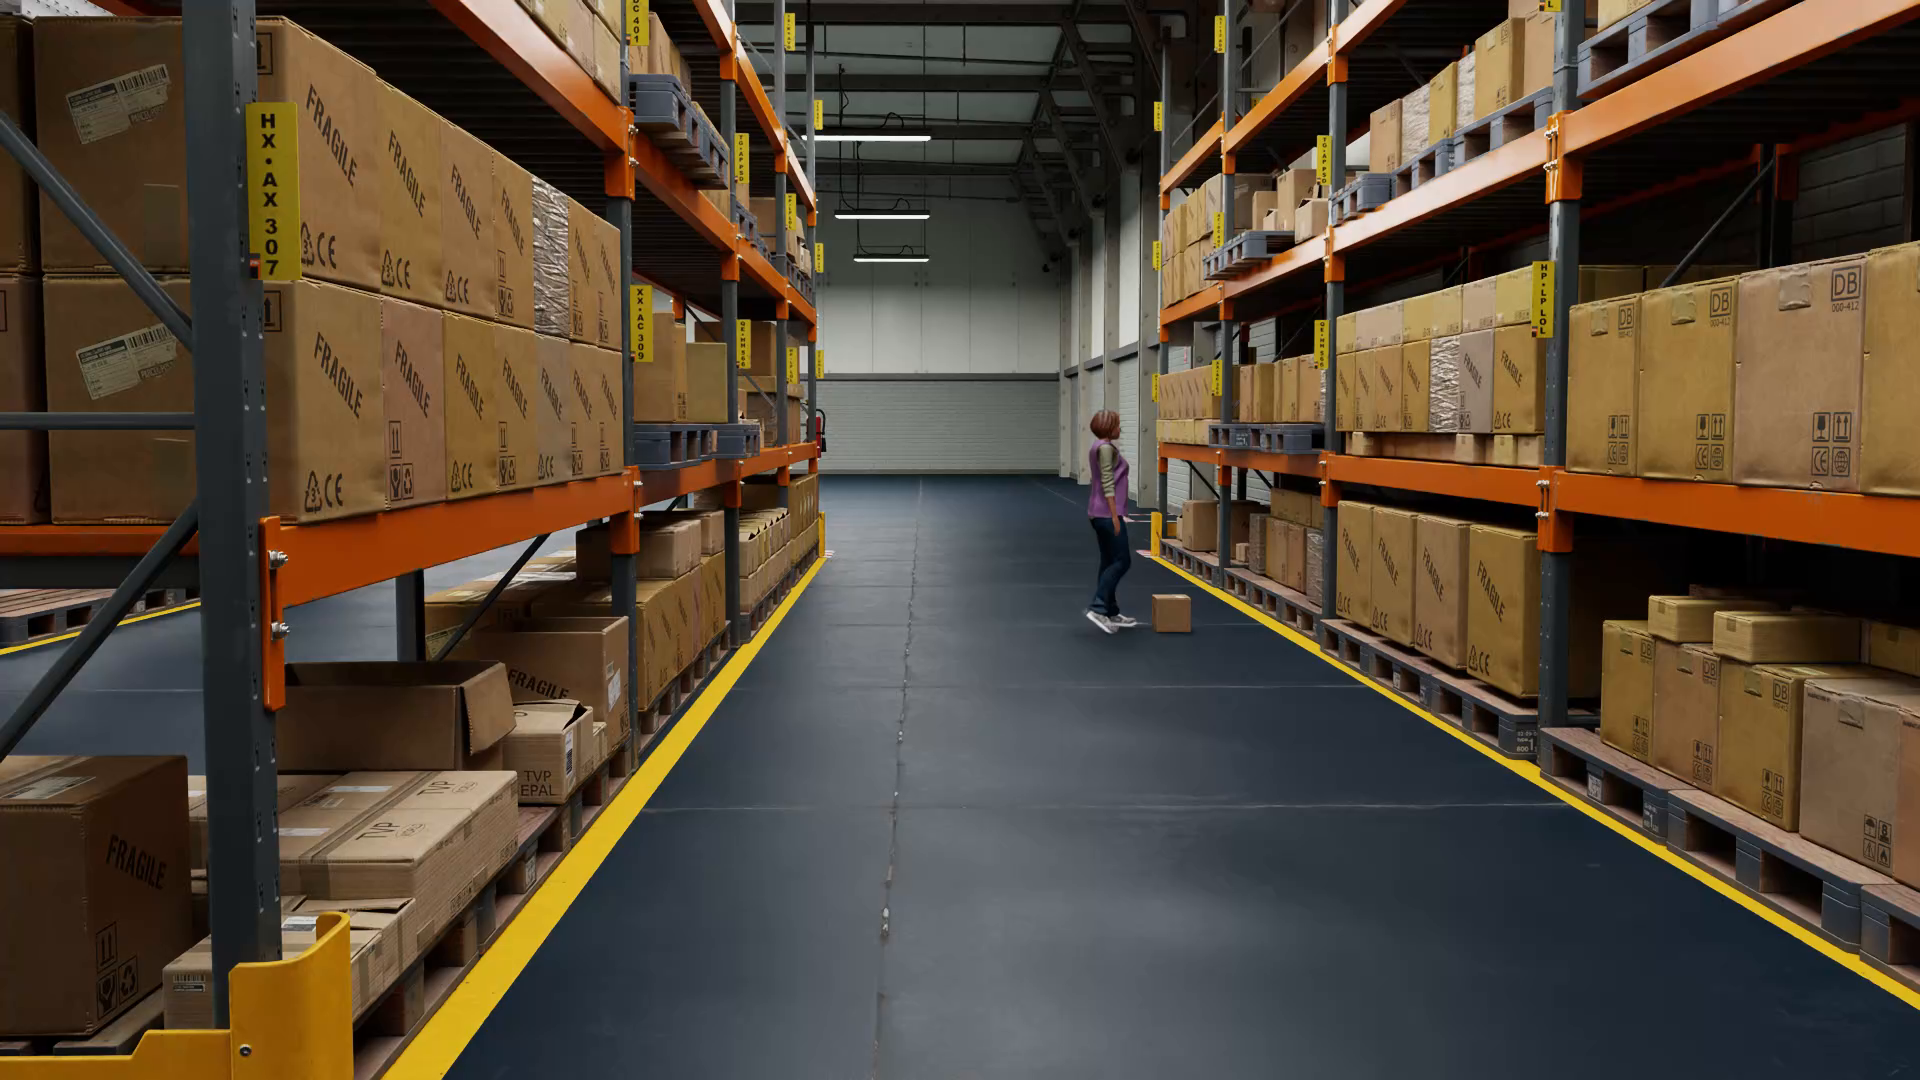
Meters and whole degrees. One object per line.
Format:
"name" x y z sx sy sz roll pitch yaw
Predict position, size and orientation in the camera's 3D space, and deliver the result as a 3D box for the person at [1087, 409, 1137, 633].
"person" 1.118 -0.132 12.155 0.403 1.649 0.458 0 4 -7
